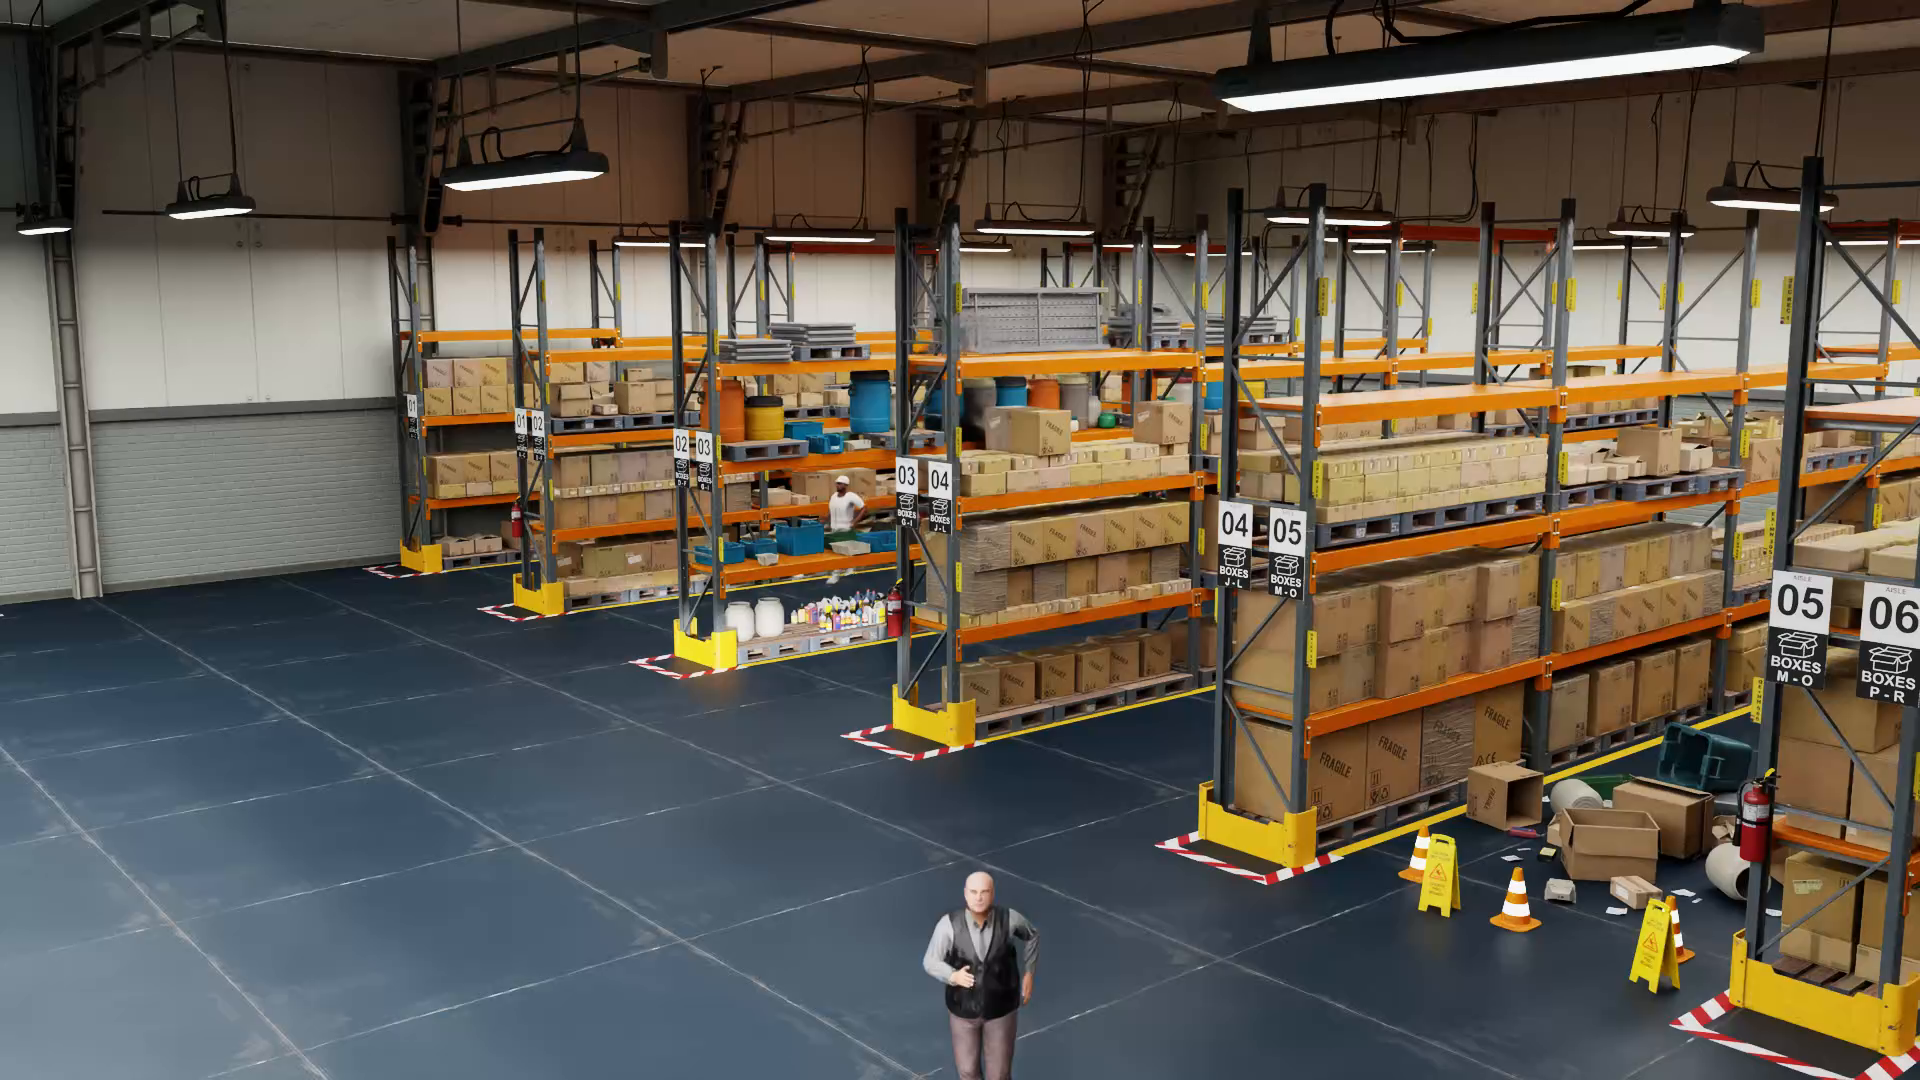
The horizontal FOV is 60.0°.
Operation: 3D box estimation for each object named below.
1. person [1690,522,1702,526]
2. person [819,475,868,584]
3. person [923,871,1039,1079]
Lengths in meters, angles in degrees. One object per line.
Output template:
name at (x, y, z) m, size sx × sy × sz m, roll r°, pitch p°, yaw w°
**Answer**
person at (10.530, 0.637, 23.896) m, size 0.724 × 1.785 × 0.668 m, roll -6°, pitch 11°, yaw -33°
person at (-1.945, -0.184, 27.457) m, size 0.712 × 1.761 × 0.793 m, roll 7°, pitch 11°, yaw 40°
person at (0.122, 2.820, 9.861) m, size 0.672 × 1.787 × 0.786 m, roll 1°, pitch 9°, yaw 5°
